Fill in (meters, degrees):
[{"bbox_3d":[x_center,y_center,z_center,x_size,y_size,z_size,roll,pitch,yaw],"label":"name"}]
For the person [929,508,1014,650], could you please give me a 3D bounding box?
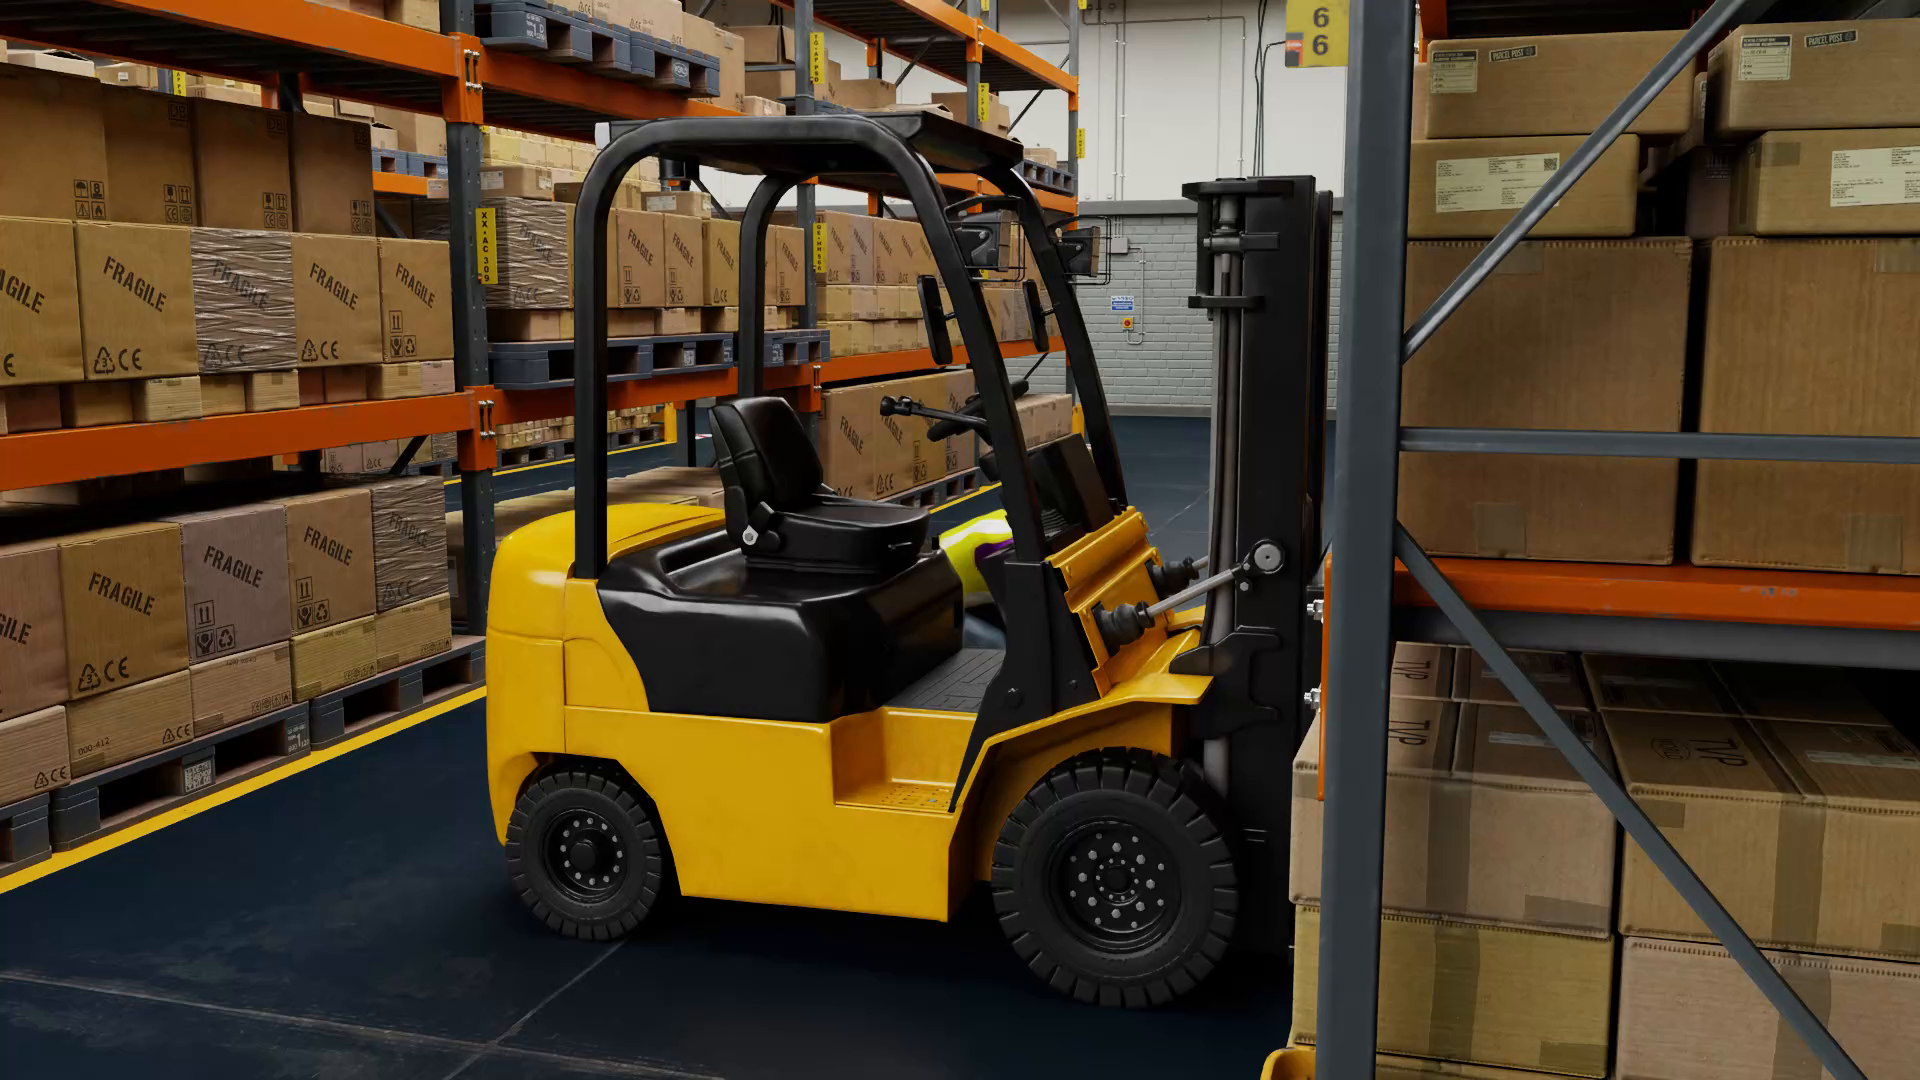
[{"bbox_3d":[0.156,0.302,6.294,0.905,1.018,0.537,2,9,15],"label":"person"}]
